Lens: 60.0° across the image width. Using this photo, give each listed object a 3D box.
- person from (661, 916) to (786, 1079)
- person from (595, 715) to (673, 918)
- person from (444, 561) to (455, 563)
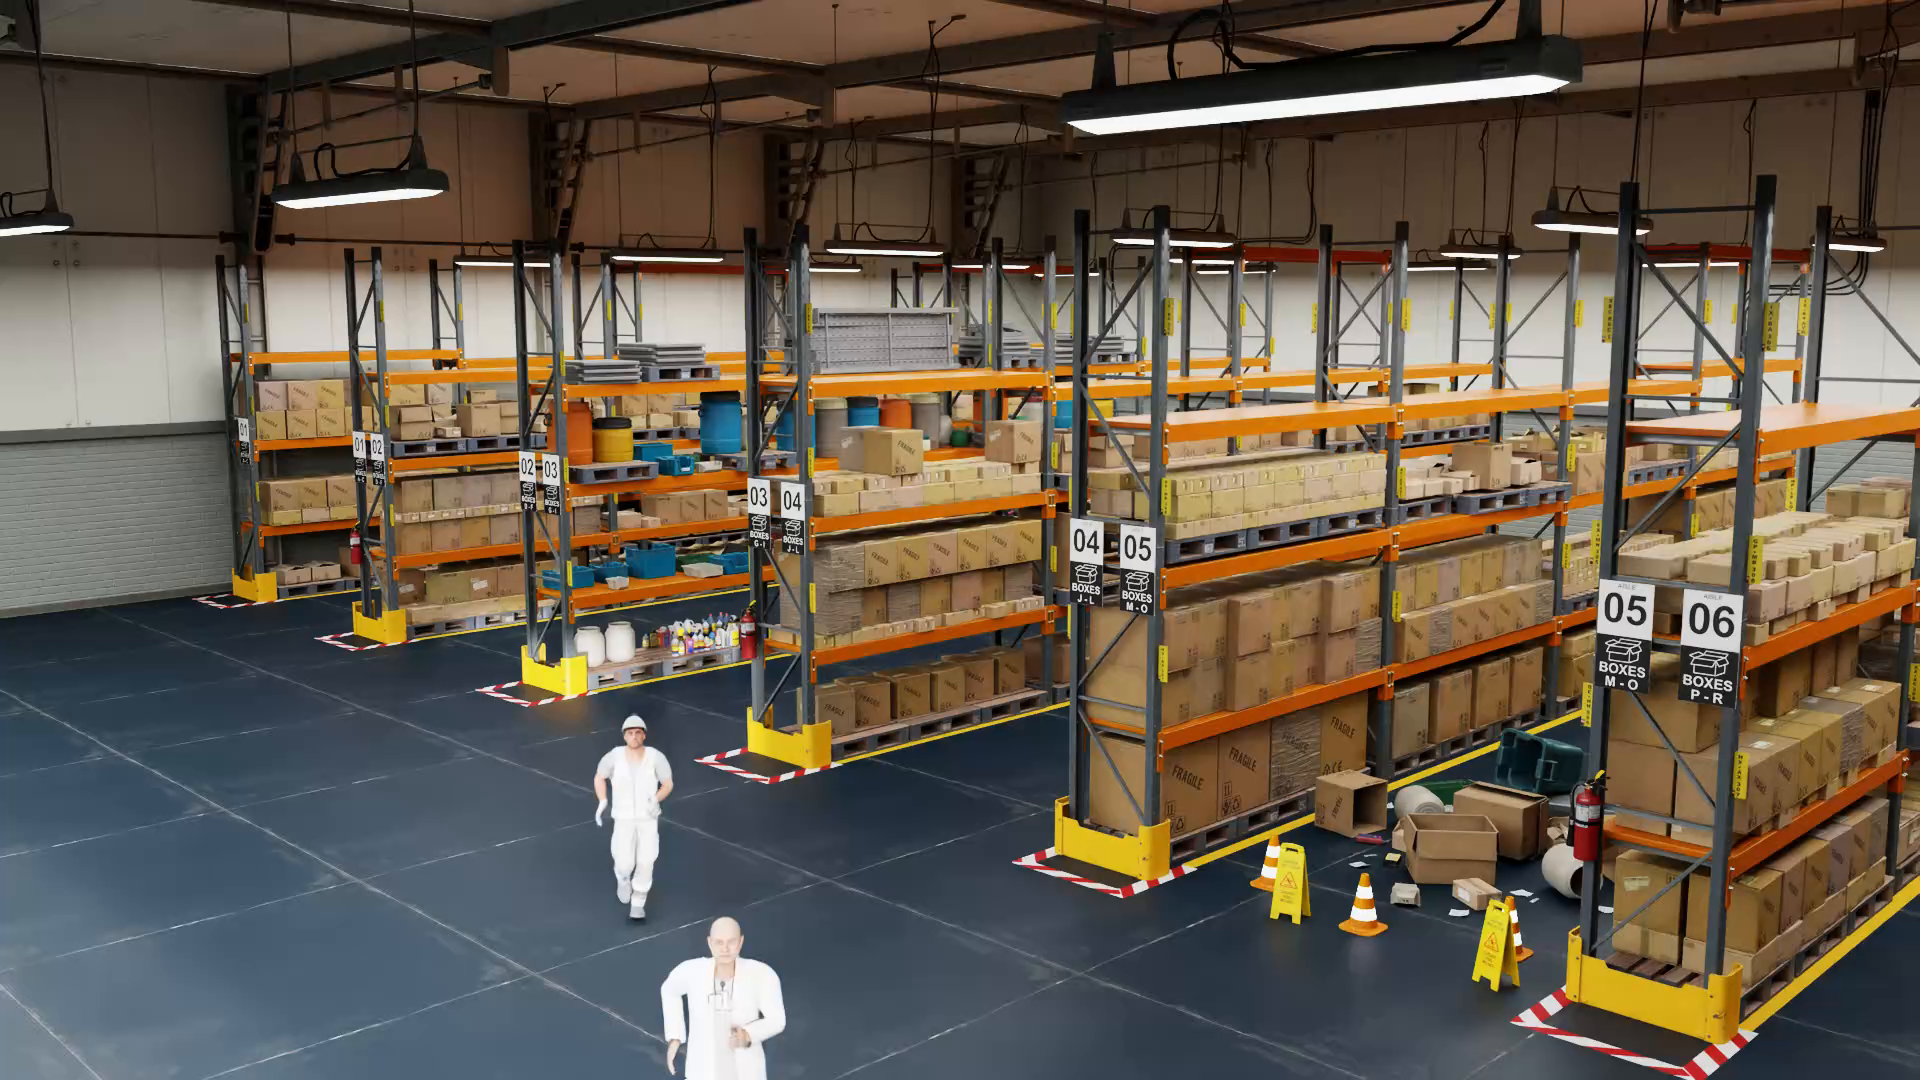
[{"bbox_3d":[-1.307,2.997,9.259,0.669,1.846,0.828,-2,8,-11],"label":"person"},{"bbox_3d":[-2.723,2.338,13.941,0.651,1.738,0.583,-2,8,-12],"label":"person"},{"bbox_3d":[-8.840,0.252,28.606,0.694,1.738,0.621,7,11,40],"label":"person"}]
